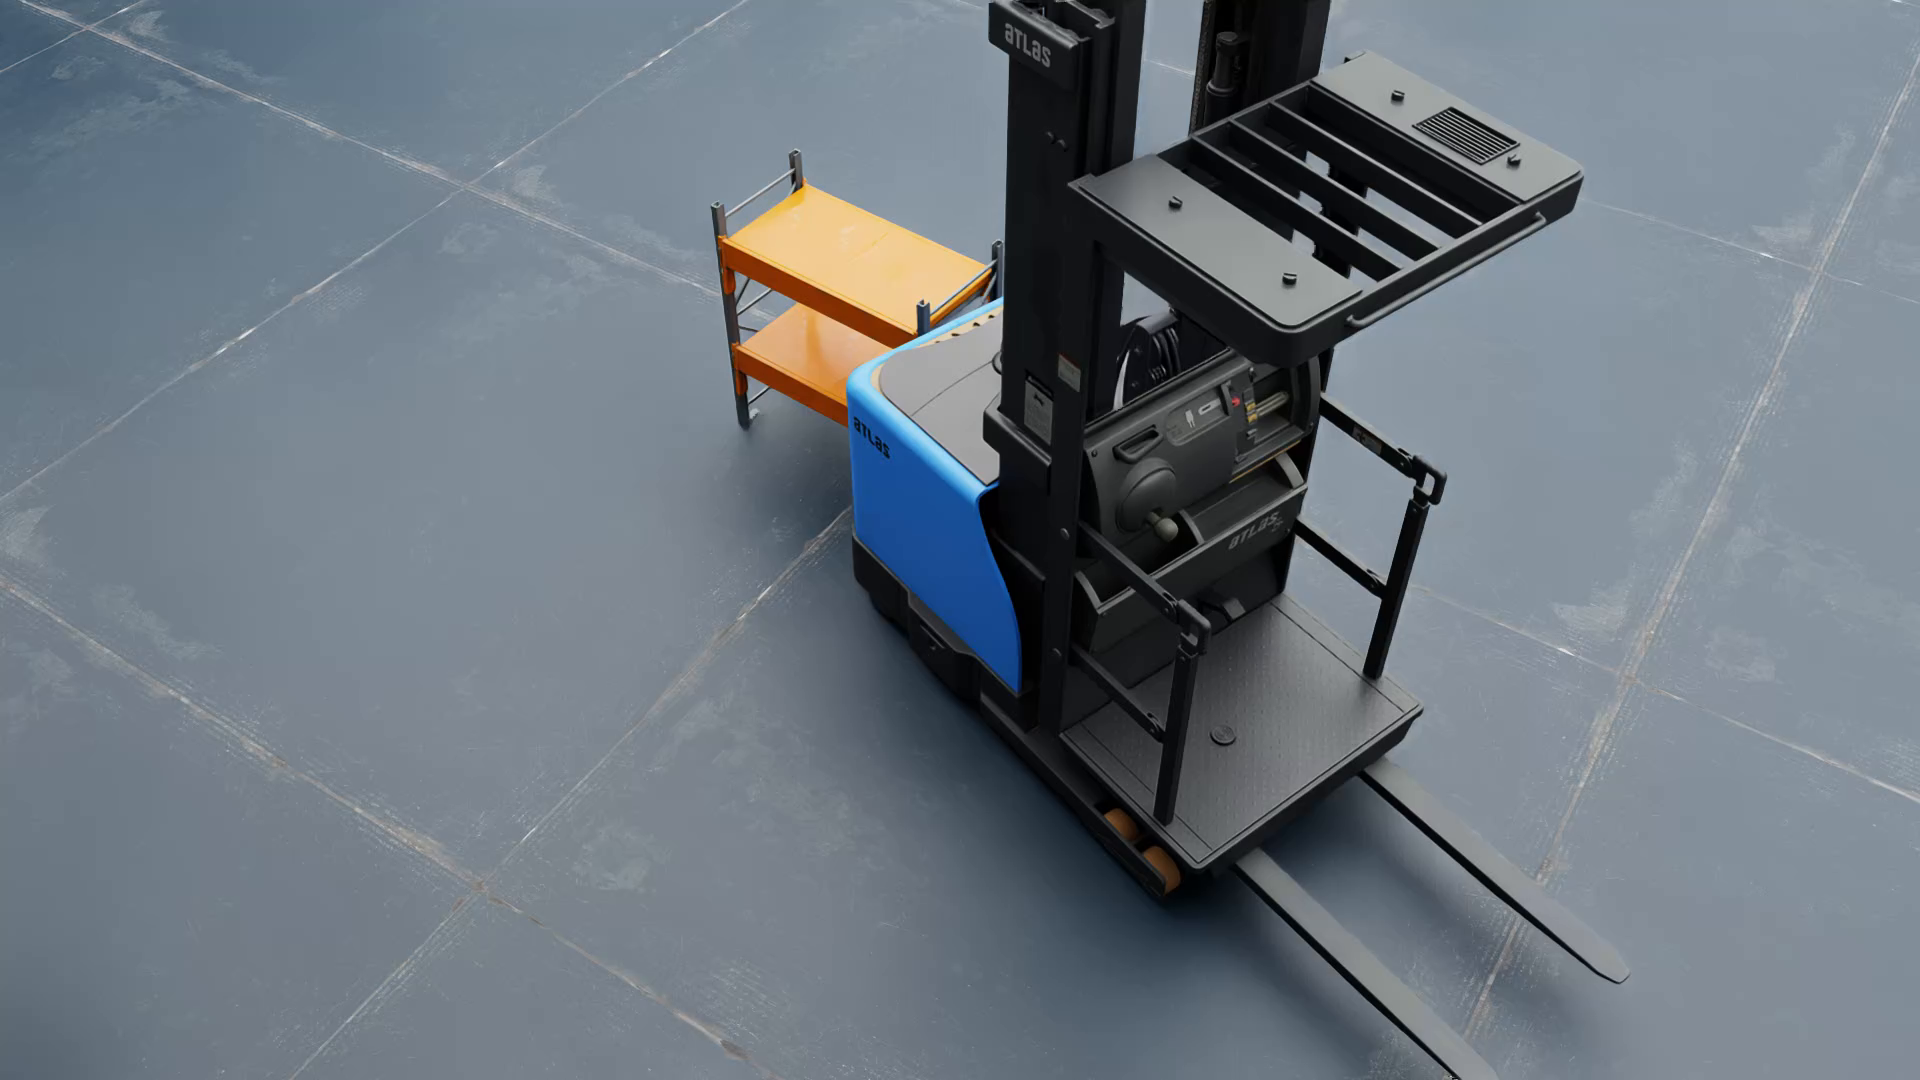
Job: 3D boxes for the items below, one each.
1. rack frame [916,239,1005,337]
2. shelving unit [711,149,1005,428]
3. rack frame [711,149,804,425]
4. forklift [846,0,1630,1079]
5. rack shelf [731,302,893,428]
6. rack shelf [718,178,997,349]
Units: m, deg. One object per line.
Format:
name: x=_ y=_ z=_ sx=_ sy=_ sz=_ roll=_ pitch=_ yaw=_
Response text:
rack frame: x=0.005 y=-0.598 z=6.547 sx=0.032 sy=1.125 sz=0.500 roll=29 pitch=52 yaw=25
shelving unit: x=-0.399 y=-0.820 z=6.762 sx=1.048 sy=1.125 sz=0.538 roll=29 pitch=52 yaw=25
rack frame: x=-0.803 y=-1.041 z=6.977 sx=0.032 sy=1.125 sz=0.500 roll=29 pitch=52 yaw=25
forklift: x=0.883 y=-0.237 z=4.936 sx=1.130 sy=2.935 sz=3.031 roll=-29 pitch=52 yaw=-25
rack shelf: x=-0.399 y=-0.649 z=6.937 sx=1.000 sy=0.278 sz=0.538 roll=29 pitch=52 yaw=25
rack shelf: x=-0.399 y=-1.024 z=6.552 sx=1.000 sy=0.278 sz=0.538 roll=29 pitch=52 yaw=25
